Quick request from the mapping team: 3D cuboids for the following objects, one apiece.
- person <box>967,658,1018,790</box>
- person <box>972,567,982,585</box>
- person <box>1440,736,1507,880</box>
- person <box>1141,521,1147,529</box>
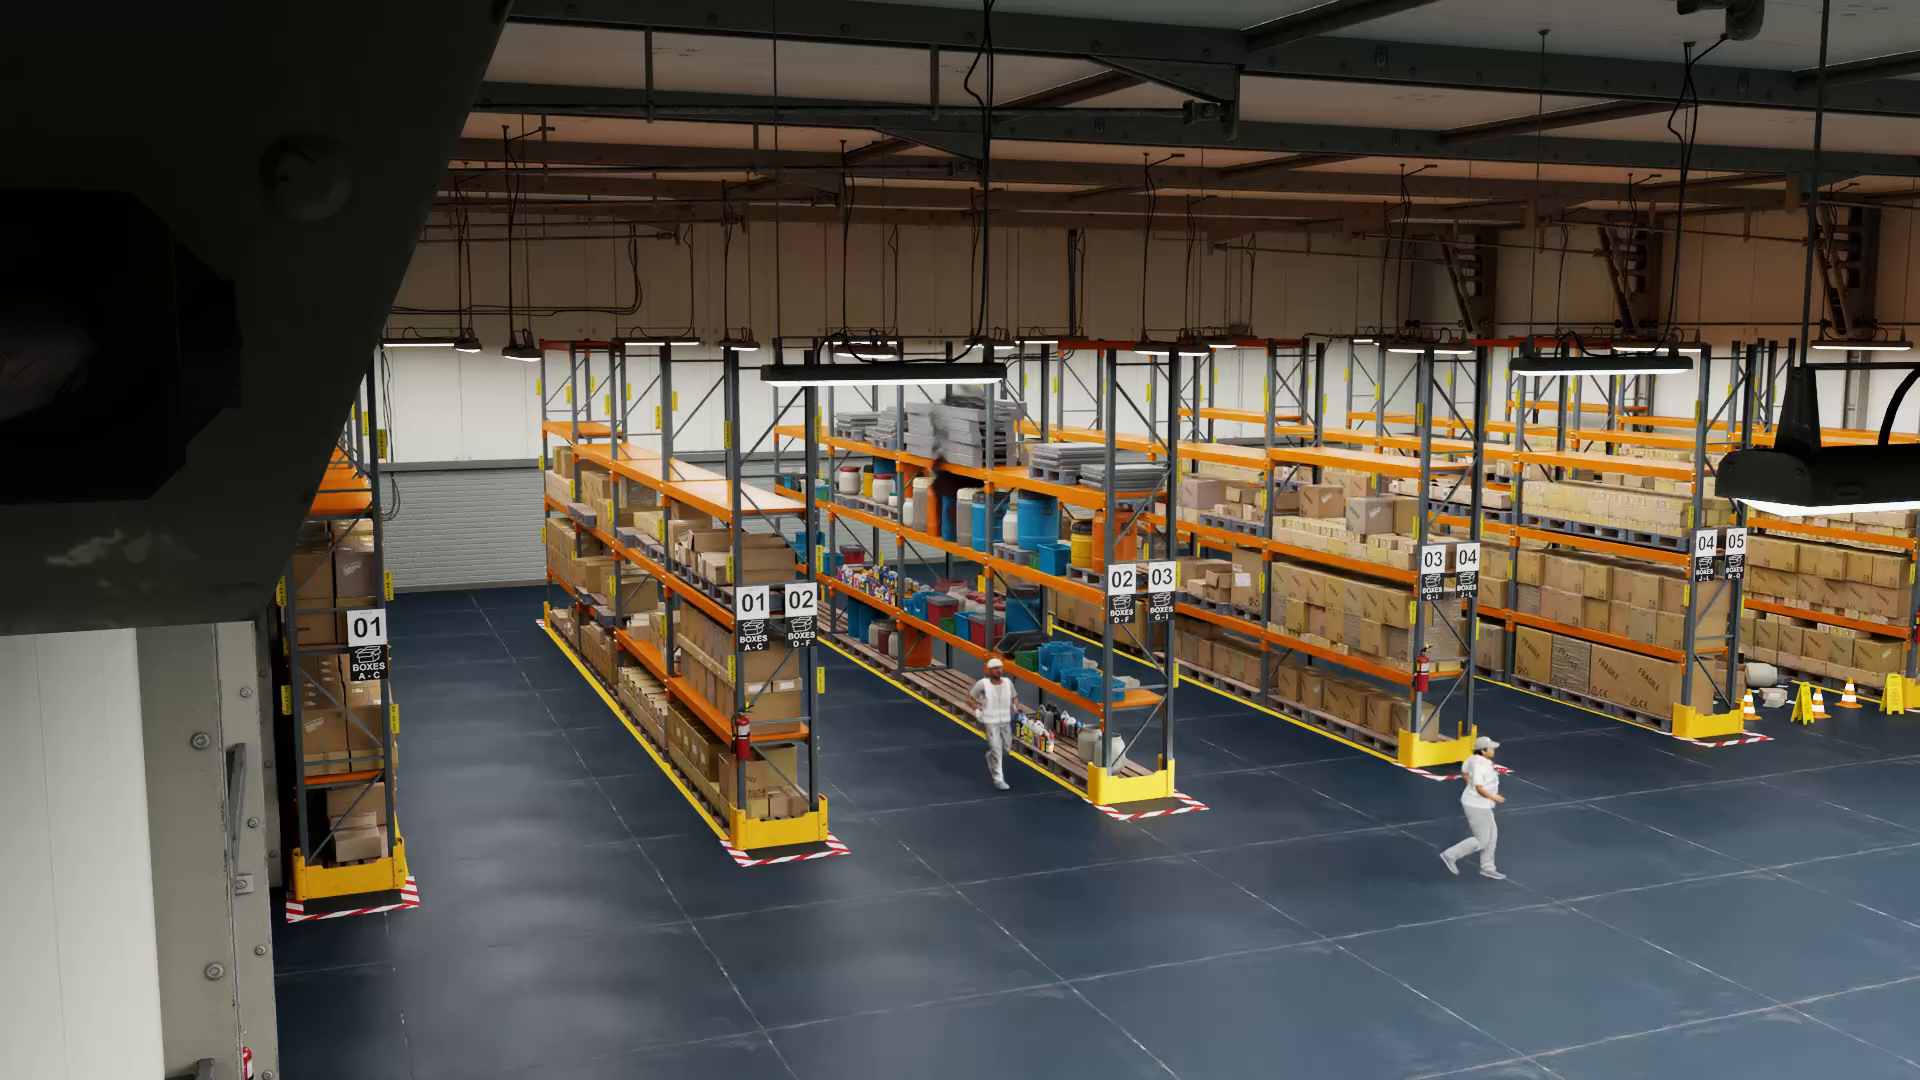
[{"bbox_3d":[0.483,2.496,22.861,0.698,1.757,0.886,-3,8,-24],"label":"person"},{"bbox_3d":[0.625,0.263,40.052,0.710,1.788,0.725,-1,8,-10],"label":"person"},{"bbox_3d":[5.888,3.061,19.009,0.766,1.671,0.630,1,8,8],"label":"person"},{"bbox_3d":[4.560,0.165,41.372,0.554,1.586,0.705,-6,9,-37],"label":"person"}]
